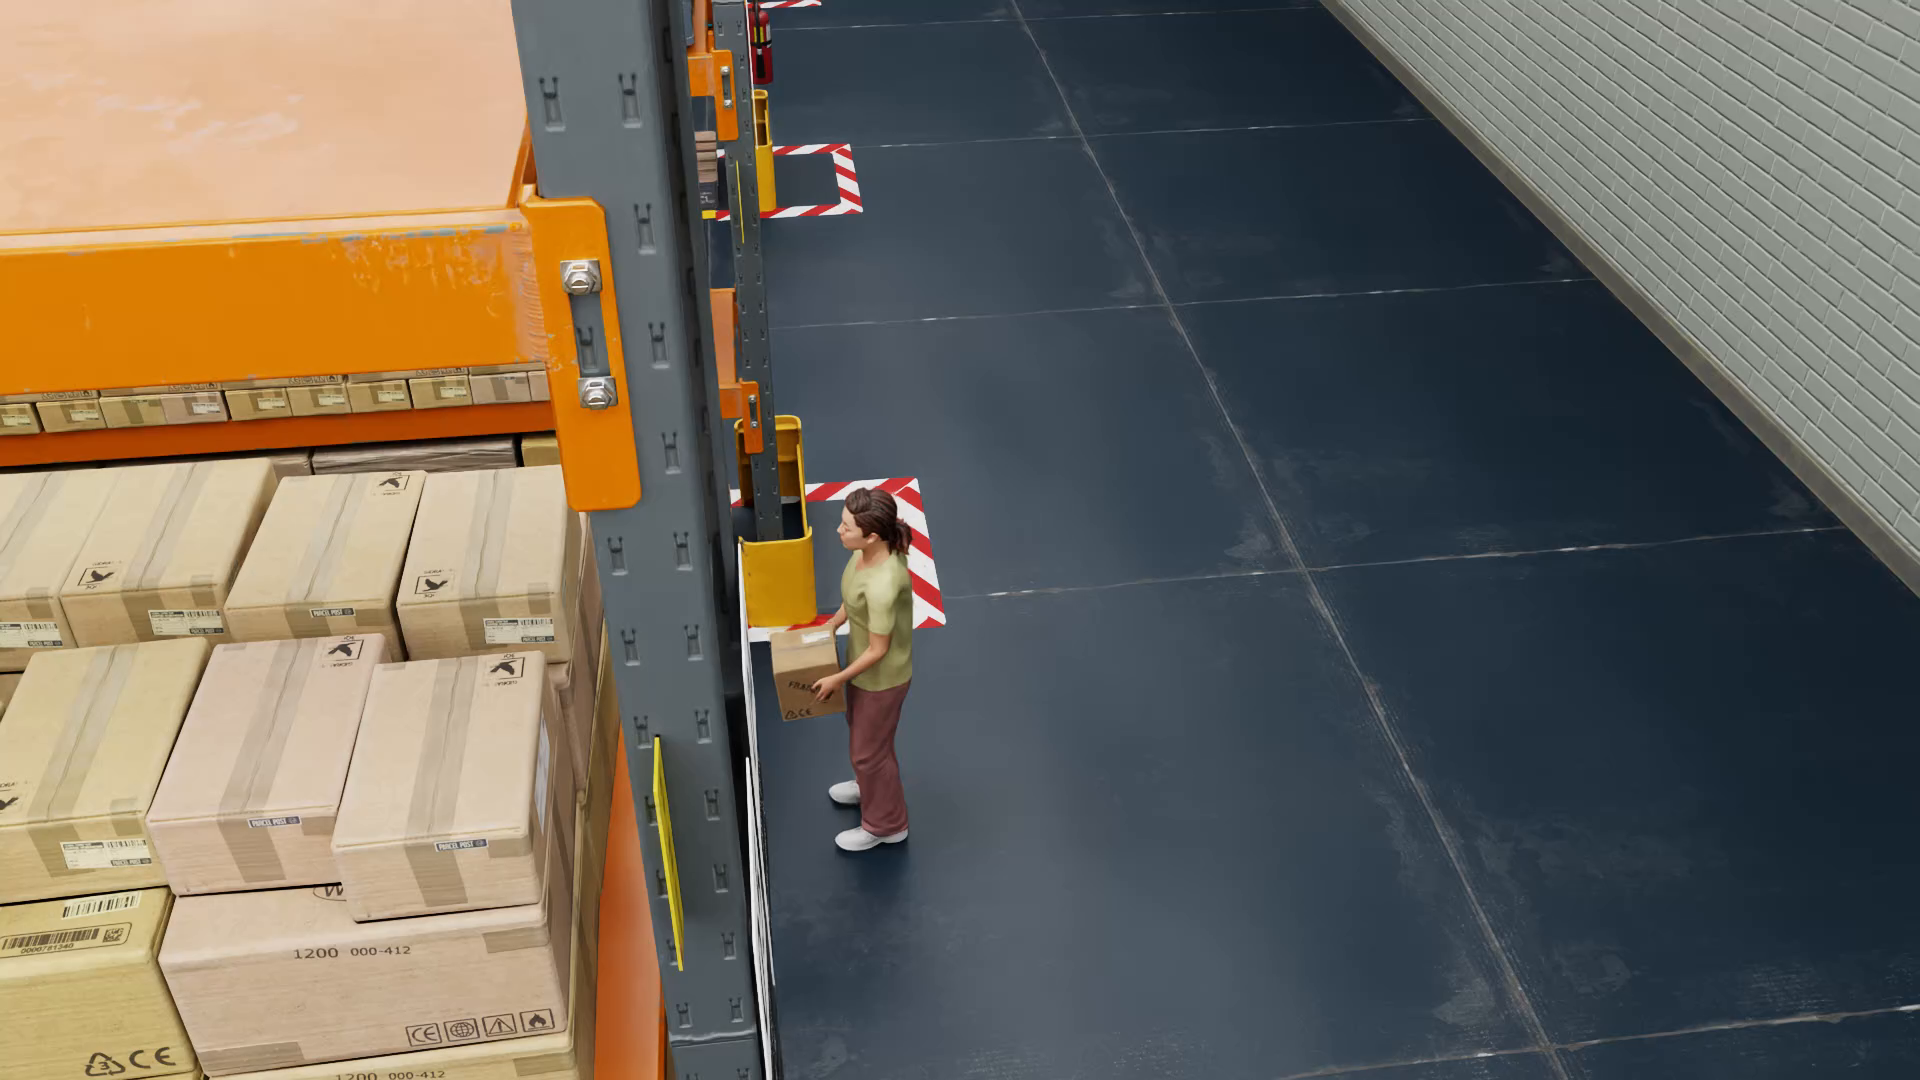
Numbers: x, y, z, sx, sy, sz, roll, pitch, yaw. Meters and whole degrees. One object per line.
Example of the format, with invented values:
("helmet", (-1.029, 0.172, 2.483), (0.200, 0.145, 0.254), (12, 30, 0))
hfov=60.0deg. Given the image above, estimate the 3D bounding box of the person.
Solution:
("person", (-0.374, 0.509, 6.543), (0.435, 1.675, 0.468), (-5, 35, -7))
